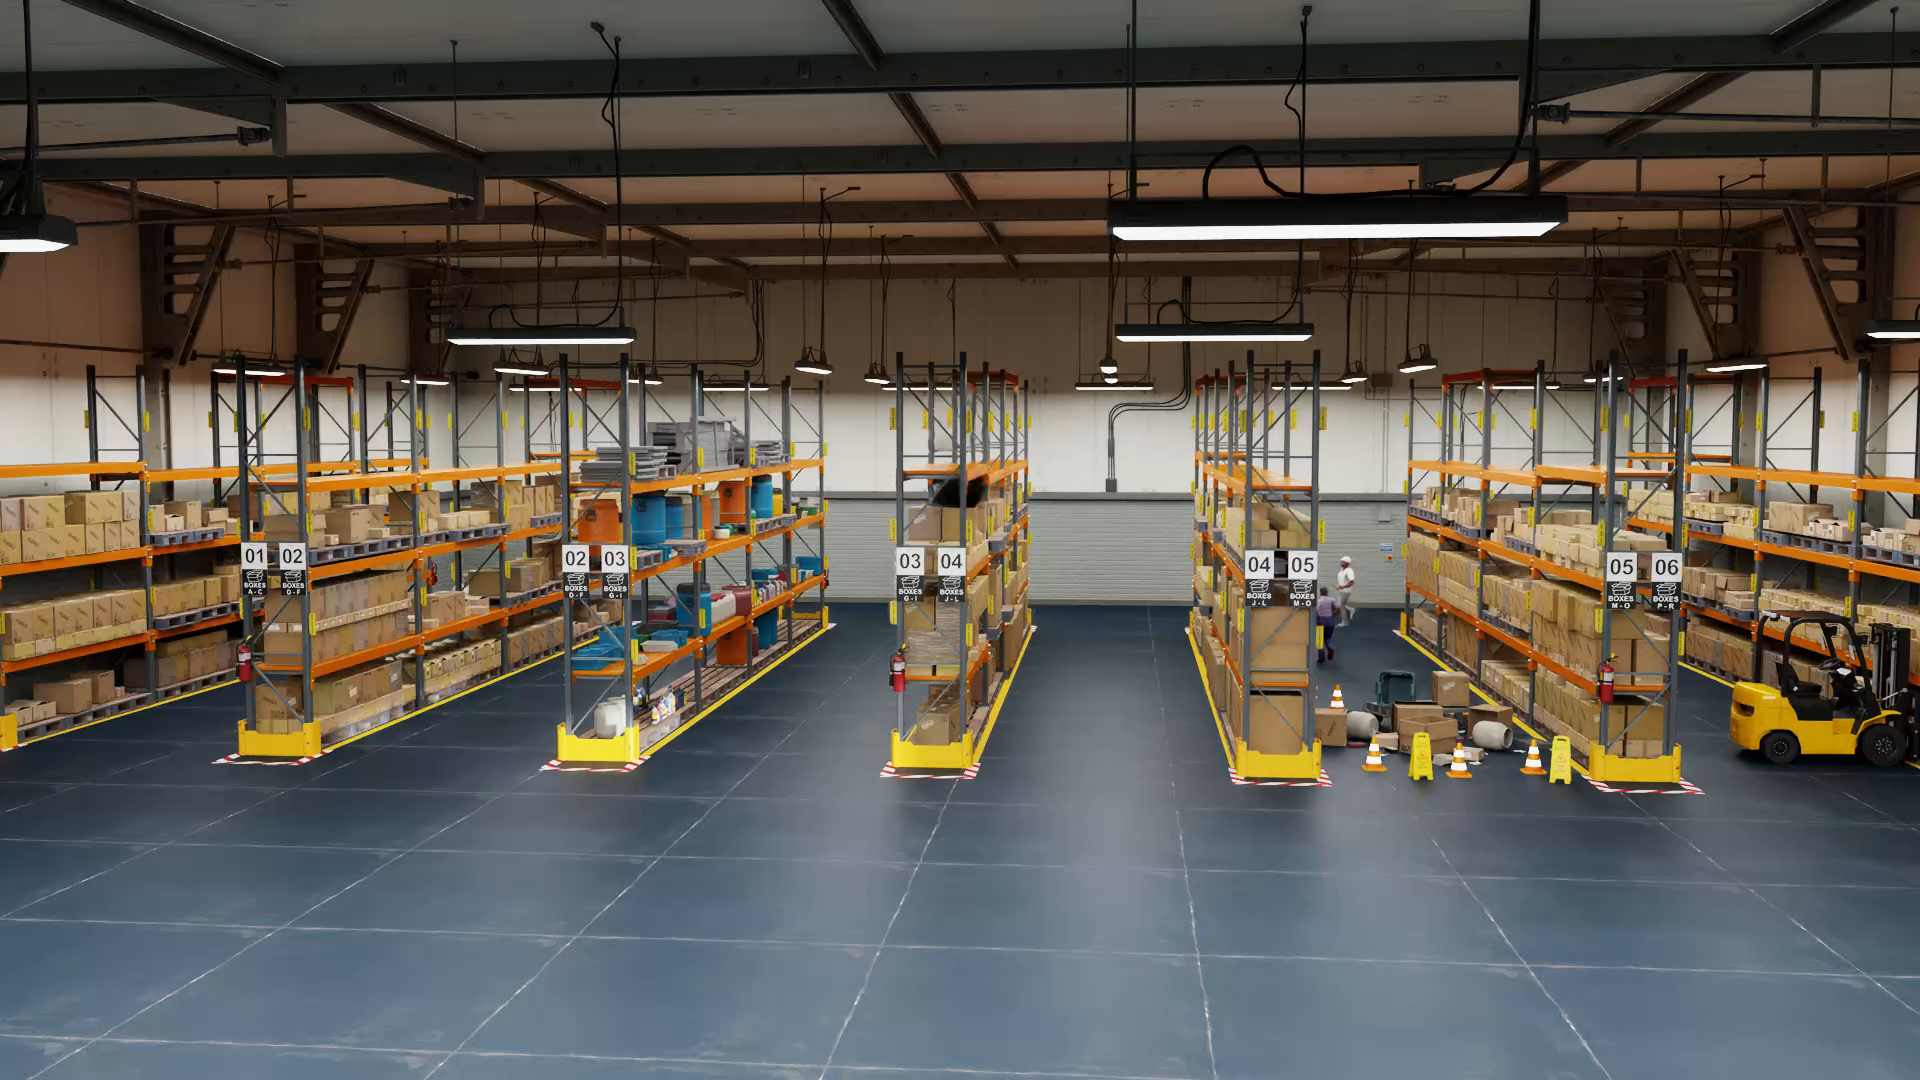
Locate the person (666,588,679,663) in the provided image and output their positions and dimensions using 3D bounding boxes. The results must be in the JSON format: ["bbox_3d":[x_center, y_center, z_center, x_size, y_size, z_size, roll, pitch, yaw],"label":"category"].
[{"bbox_3d":[-5.922,1.769,34.743,0.525,1.562,0.680,0,4,4],"label":"person"}]

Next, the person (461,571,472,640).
[{"bbox_3d":[-10.636,1.492,35.725,0.642,1.672,0.800,0,4,-3],"label":"person"}]

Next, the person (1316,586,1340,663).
[{"bbox_3d":[7.566,1.766,34.415,0.602,1.625,0.583,-1,4,-13],"label":"person"}]

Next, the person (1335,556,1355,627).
[{"bbox_3d":[9.426,1.259,40.688,0.587,1.722,0.703,0,4,-6],"label":"person"}]
